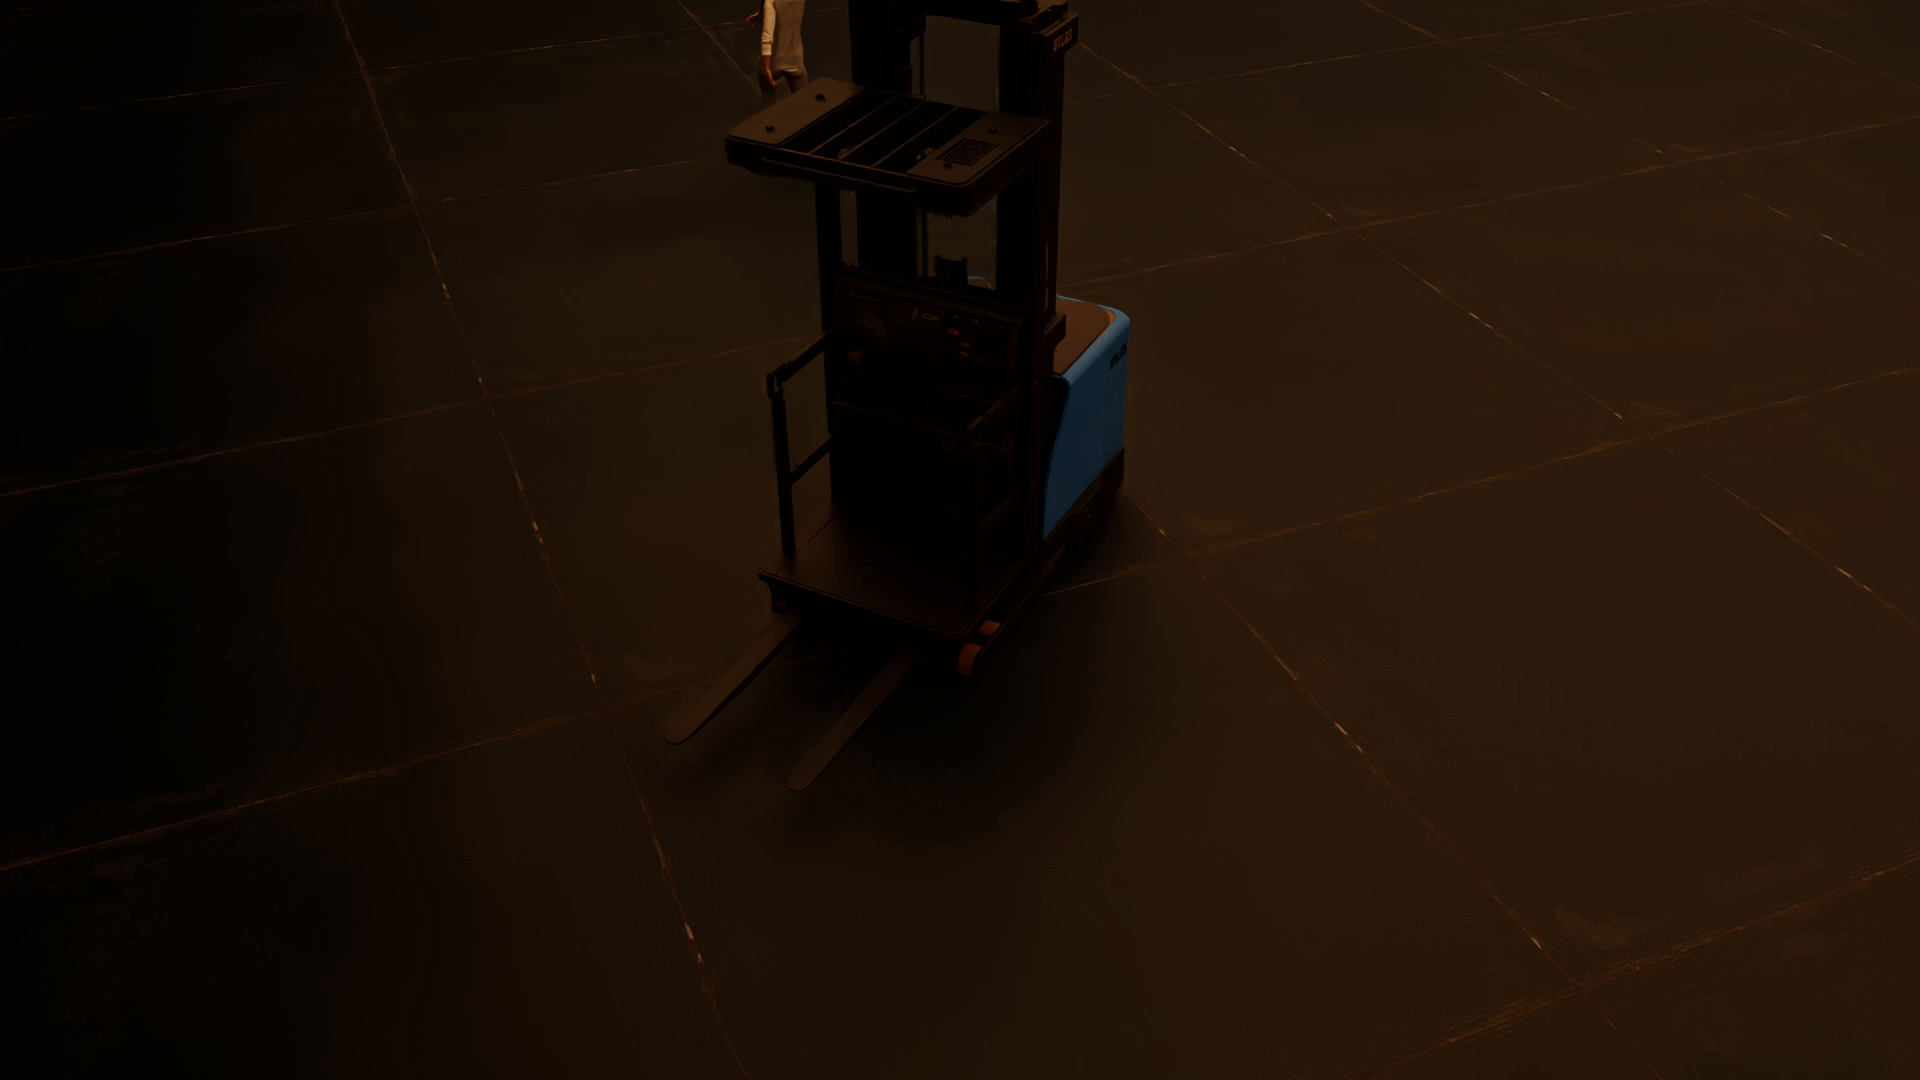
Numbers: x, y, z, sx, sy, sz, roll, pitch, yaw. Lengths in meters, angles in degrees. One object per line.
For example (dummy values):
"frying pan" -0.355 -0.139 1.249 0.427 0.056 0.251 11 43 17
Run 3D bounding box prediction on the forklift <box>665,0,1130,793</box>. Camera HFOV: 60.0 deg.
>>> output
"forklift" -0.255 -0.849 7.293 1.130 2.935 3.031 17 39 22

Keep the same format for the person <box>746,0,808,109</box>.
"person" -1.330 -3.567 12.360 0.451 1.516 0.765 -14 38 -19
